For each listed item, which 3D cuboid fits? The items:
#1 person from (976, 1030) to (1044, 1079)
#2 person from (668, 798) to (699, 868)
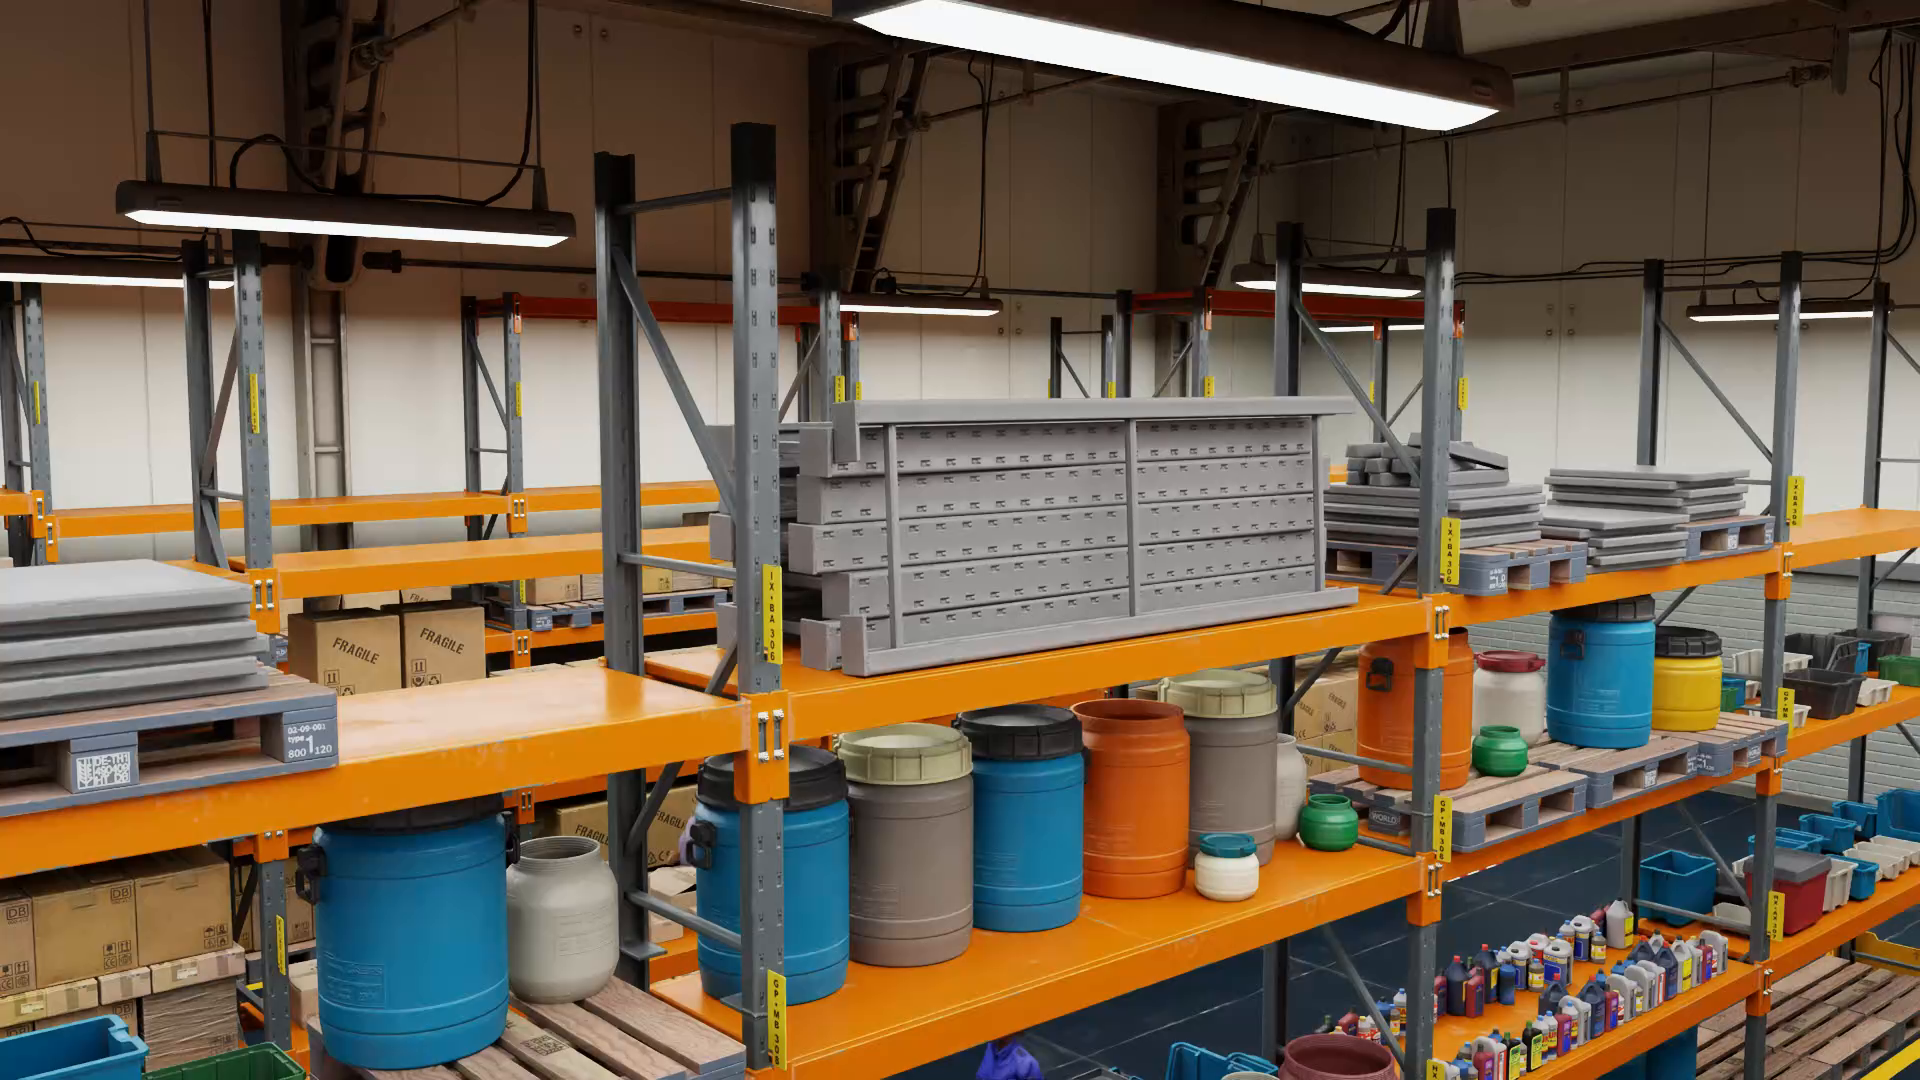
[{"bbox_3d":[0.265,3.464,9.582,0.578,1.625,0.567,-4,7,-38],"label":"person"},{"bbox_3d":[-2.205,2.965,14.375,0.612,1.634,0.894,5,7,43],"label":"person"}]
